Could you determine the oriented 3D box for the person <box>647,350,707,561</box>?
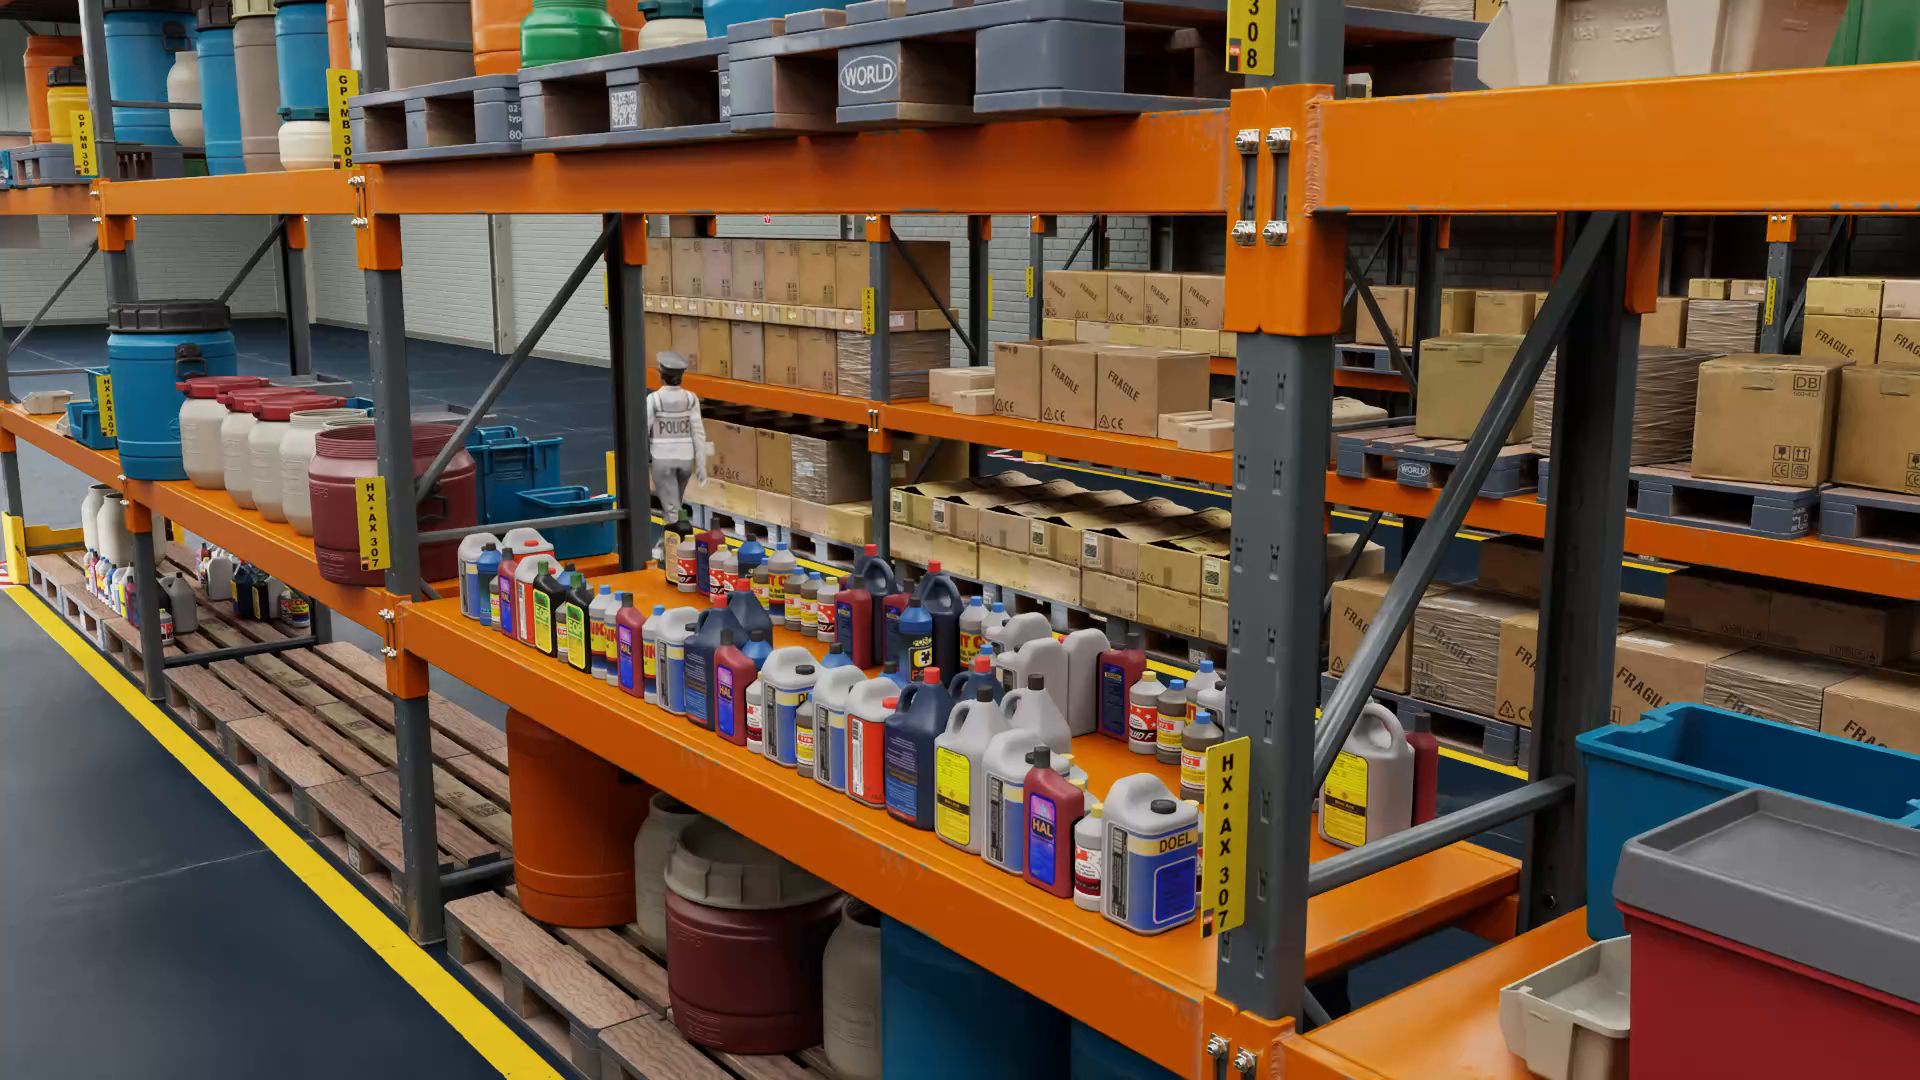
[{"bbox_3d":[-2.194,-0.589,12.314,0.505,1.630,0.978,-9,14,-39],"label":"person"}]
